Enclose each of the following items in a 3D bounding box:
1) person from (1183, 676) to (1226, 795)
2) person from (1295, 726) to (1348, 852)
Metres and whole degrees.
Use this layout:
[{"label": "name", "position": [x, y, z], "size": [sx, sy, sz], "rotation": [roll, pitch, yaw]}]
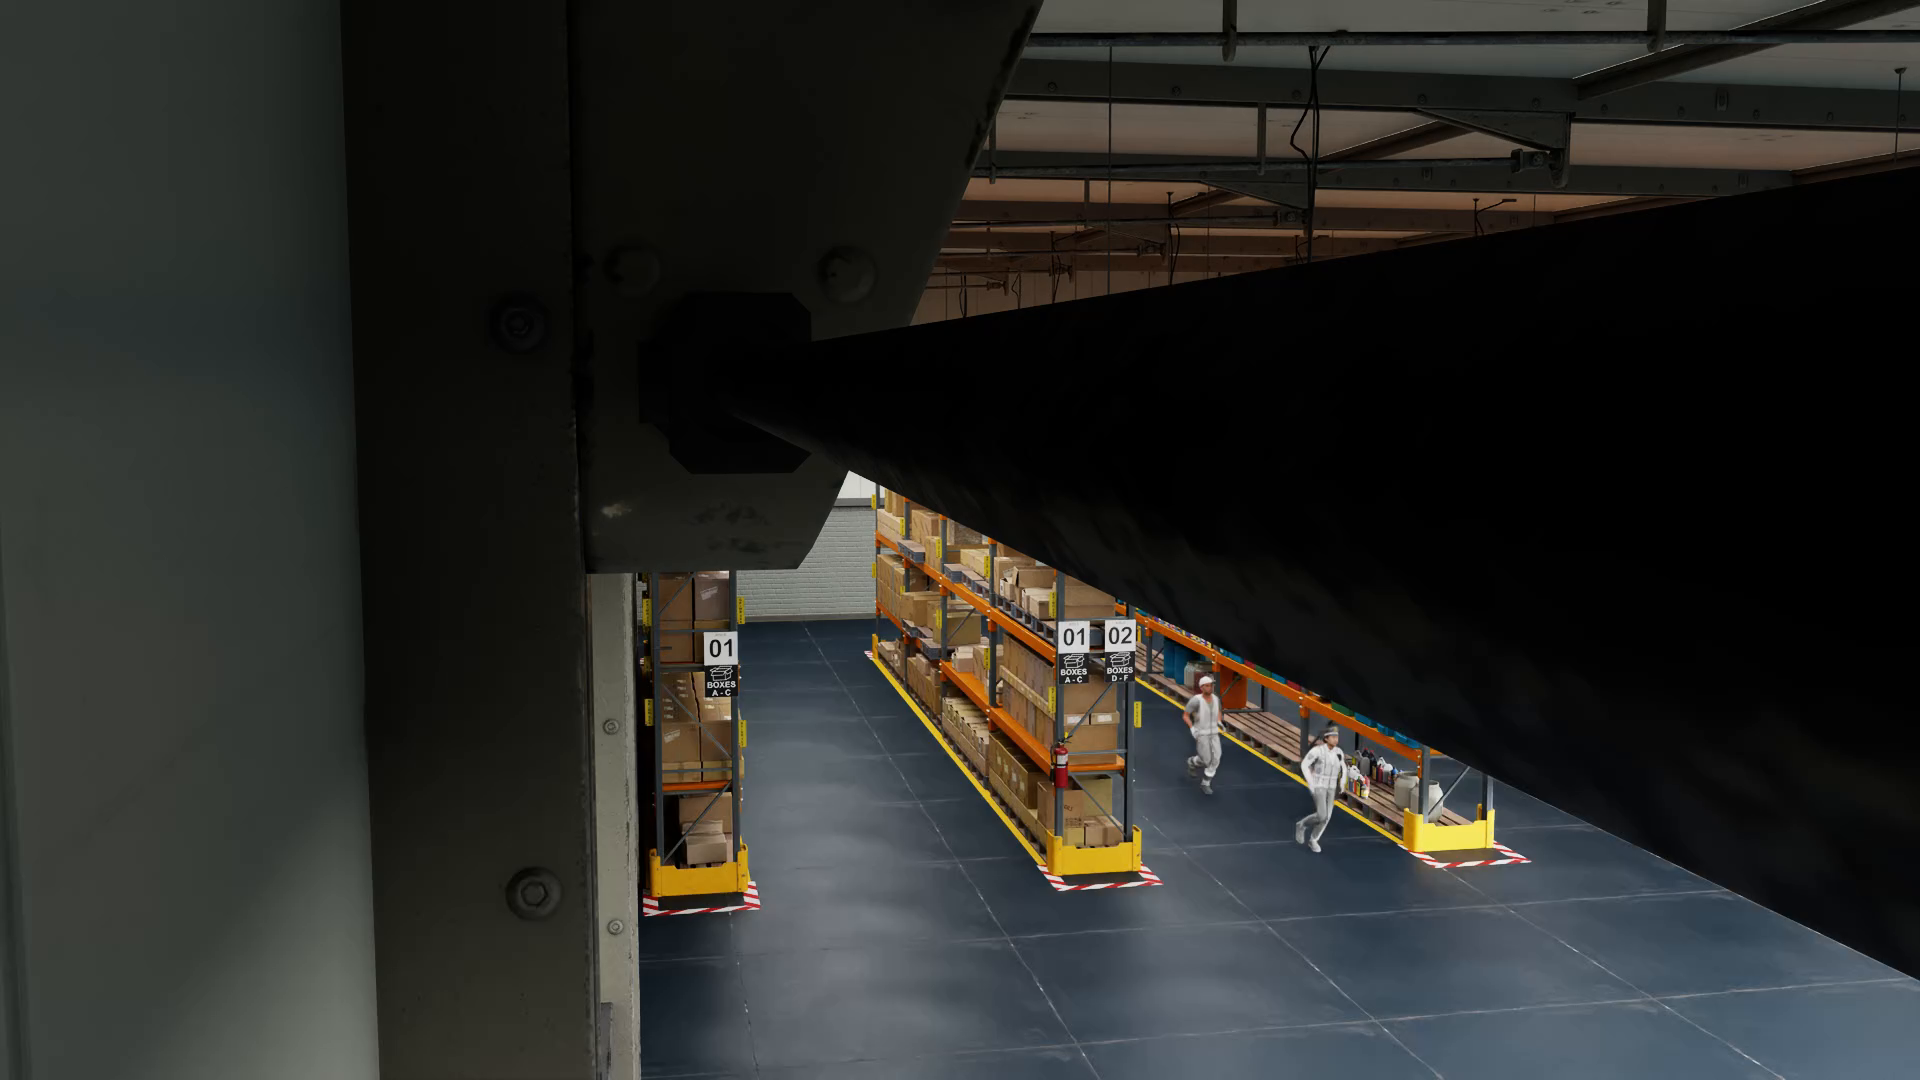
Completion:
[{"label": "person", "position": [3.673, 2.913, 25.018], "size": [0.670, 1.752, 0.611], "rotation": [-3, 6, -25]}, {"label": "person", "position": [4.829, 3.265, 21.987], "size": [0.656, 1.640, 0.521], "rotation": [-2, 6, -21]}]
